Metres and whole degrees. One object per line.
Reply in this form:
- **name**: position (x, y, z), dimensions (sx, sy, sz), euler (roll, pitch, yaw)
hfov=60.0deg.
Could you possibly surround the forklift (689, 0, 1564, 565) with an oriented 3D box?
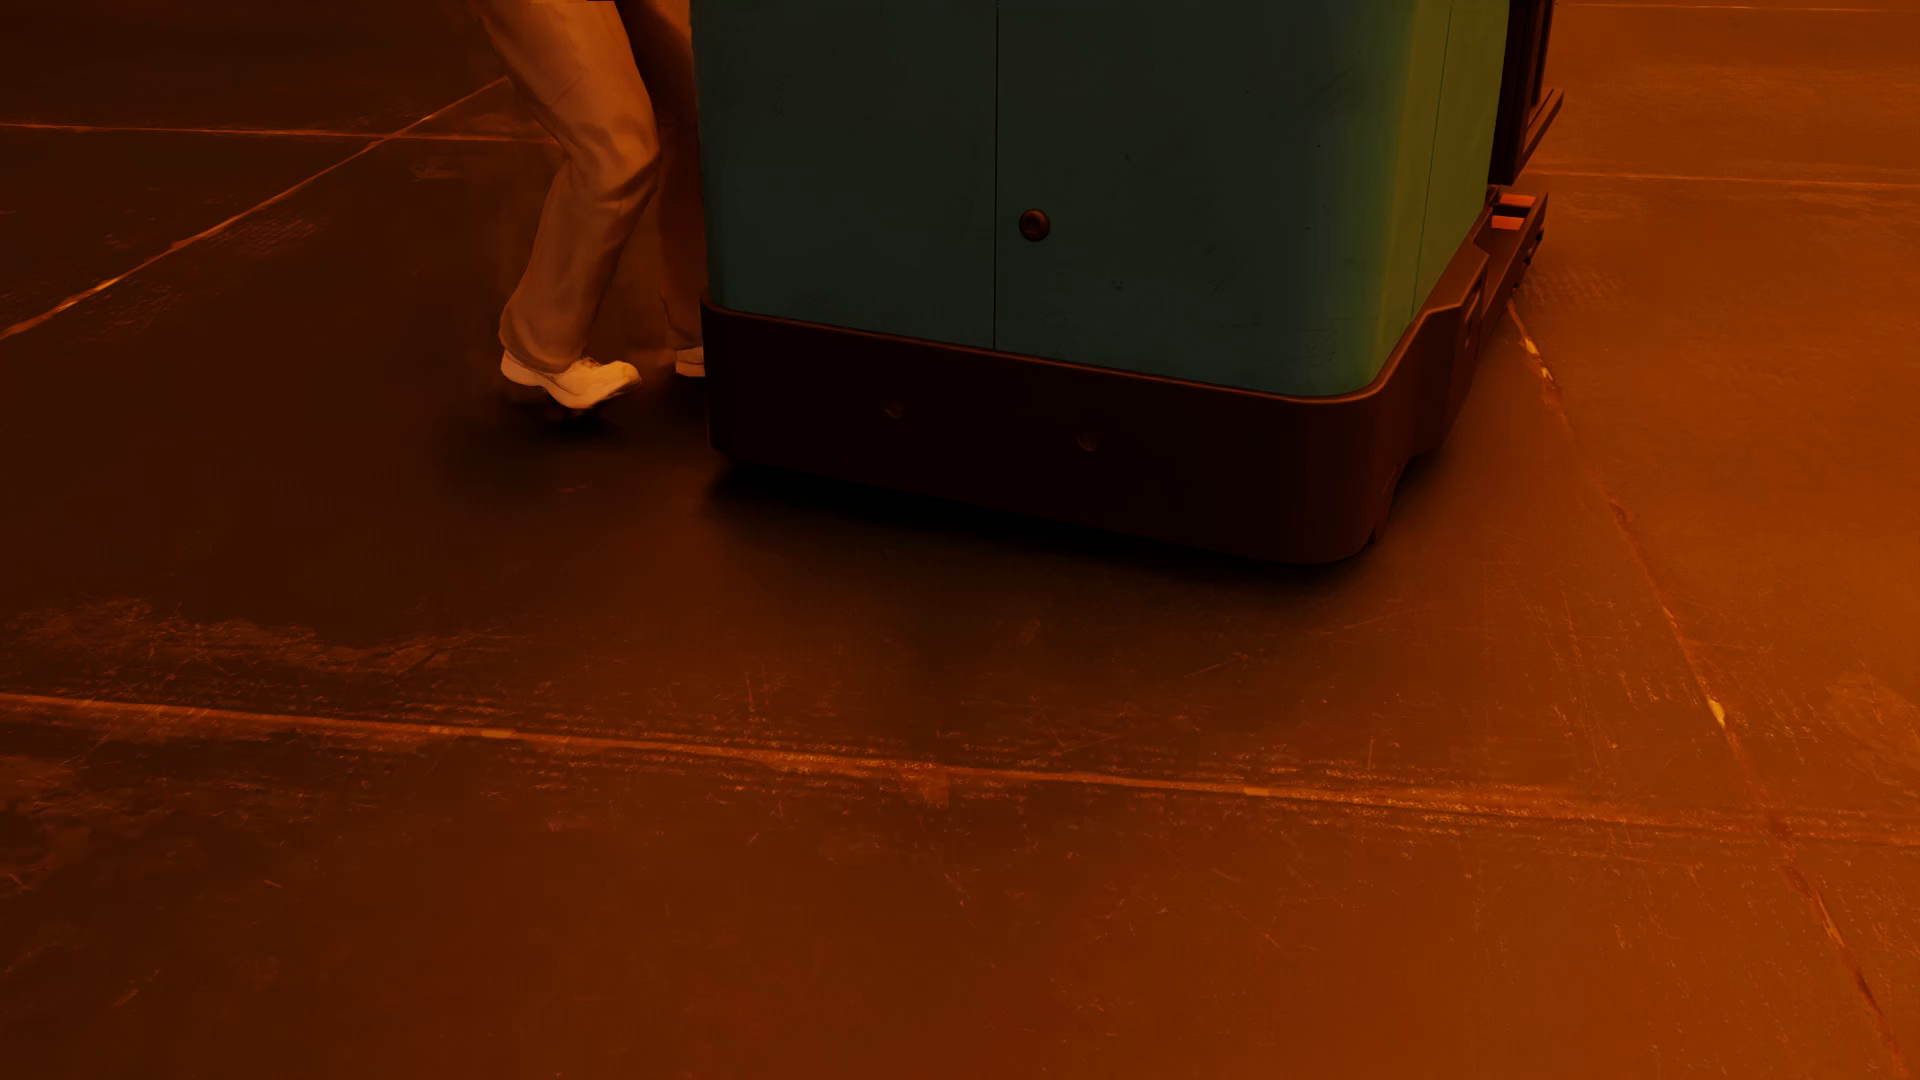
- **forklift**: position (0.665, -1.909, 3.044), dimensions (1.130, 2.935, 3.031), euler (11, 29, 22)

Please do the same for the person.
- **person**: position (-0.558, -0.962, 2.646), dimensions (0.519, 1.620, 0.787), euler (9, 28, 17)
